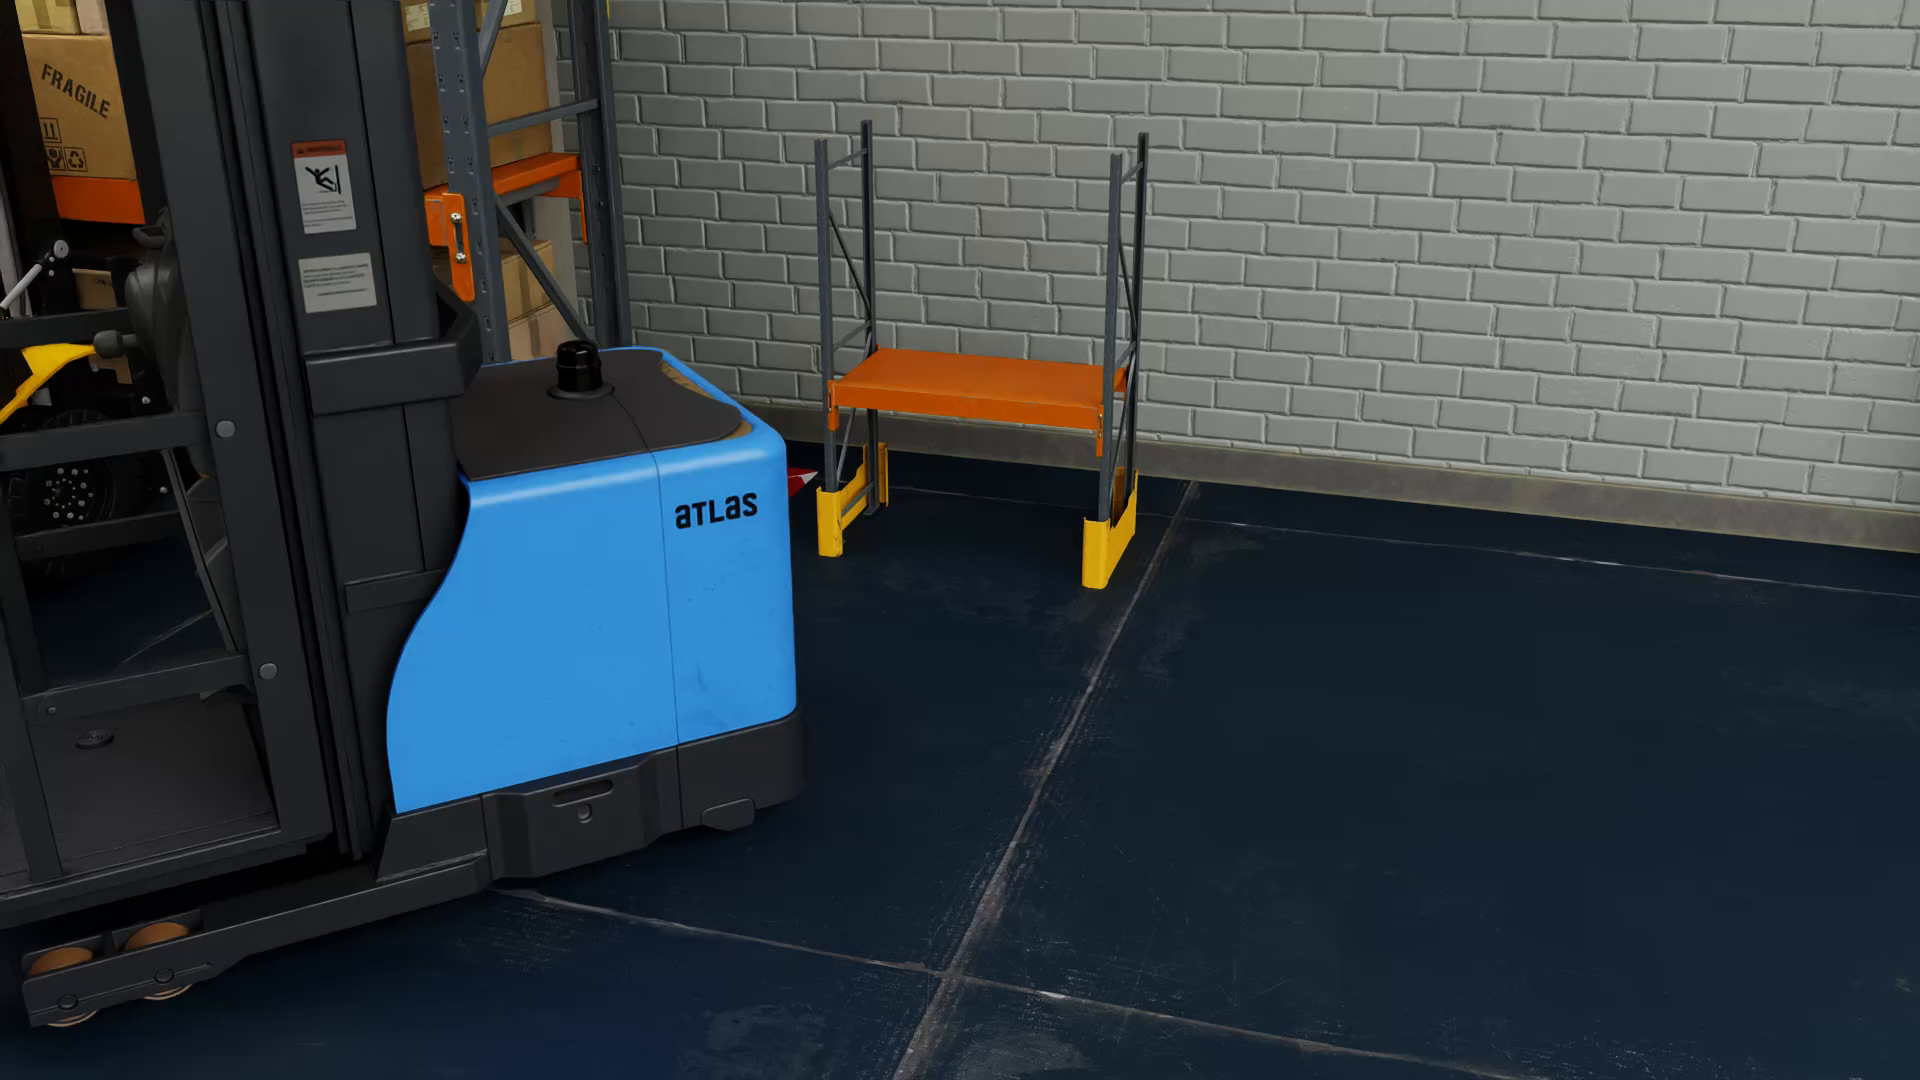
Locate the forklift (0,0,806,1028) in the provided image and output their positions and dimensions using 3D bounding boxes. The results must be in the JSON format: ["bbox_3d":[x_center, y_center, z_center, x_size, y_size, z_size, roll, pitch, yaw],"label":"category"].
[{"bbox_3d":[-1.959,-0.515,3.664,3.031,2.935,1.130,-12,25,-26],"label":"forklift"}]

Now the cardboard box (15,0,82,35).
[{"bbox_3d":[-3.185,-1.930,6.035,0.250,0.149,0.380,7,23,16],"label":"cardboard box"}]

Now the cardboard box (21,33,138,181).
[{"bbox_3d":[-3.069,-1.636,6.175,0.500,0.500,0.500,6,23,14],"label":"cardboard box"}]

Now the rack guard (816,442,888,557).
[{"bbox_3d":[-0.404,-0.162,6.335,0.087,0.250,0.587,7,23,16],"label":"rack guard"}]

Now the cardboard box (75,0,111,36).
[{"bbox_3d":[-2.937,-1.909,5.985,0.250,0.149,0.380,6,23,14],"label":"cardboard box"}]

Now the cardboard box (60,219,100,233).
[{"bbox_3d":[-3.870,-1.244,7.104,0.500,0.250,0.500,7,23,16],"label":"cardboard box"}]

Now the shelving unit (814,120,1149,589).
[{"bbox_3d":[0.073,-0.686,5.965,1.083,1.500,0.587,7,23,16],"label":"shelving unit"}]

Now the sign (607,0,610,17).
[{"bbox_3d":[-1.371,-2.153,6.322,0.005,0.325,0.100,7,23,16],"label":"sign"}]

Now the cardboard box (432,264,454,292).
[{"bbox_3d":[-2.068,-0.837,6.111,0.500,0.250,0.500,7,23,17],"label":"cardboard box"}]

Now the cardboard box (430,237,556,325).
[{"bbox_3d":[-1.942,-1.021,6.560,0.500,0.250,0.500,6,23,15],"label":"cardboard box"}]

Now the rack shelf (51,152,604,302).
[{"bbox_3d":[-3.452,-1.402,6.683,4.000,0.370,1.077,7,23,16],"label":"rack shelf"}]

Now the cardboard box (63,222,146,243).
[{"bbox_3d":[-3.386,-1.192,6.977,0.500,0.250,0.500,6,23,14],"label":"cardboard box"}]

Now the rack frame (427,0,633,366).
[{"bbox_3d":[-1.537,-1.515,6.012,0.127,3.000,1.000,7,23,16],"label":"rack frame"}]

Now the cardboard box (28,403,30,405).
[{"bbox_3d":[-3.531,-0.539,6.701,0.500,0.250,0.500,7,23,17],"label":"cardboard box"}]

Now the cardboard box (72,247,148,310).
[{"bbox_3d":[-3.044,-0.943,6.368,0.500,0.250,0.500,7,23,16],"label":"cardboard box"}]

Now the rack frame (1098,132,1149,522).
[{"bbox_3d":[0.568,-0.629,5.827,0.032,1.500,0.500,7,23,16],"label":"rack frame"}]

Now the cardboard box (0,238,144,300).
[{"bbox_3d":[-3.527,-1.001,6.510,0.500,0.250,0.500,6,23,14],"label":"cardboard box"}]

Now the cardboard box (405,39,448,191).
[{"bbox_3d":[-2.084,-1.520,5.892,0.500,0.500,0.500,6,23,14],"label":"cardboard box"}]

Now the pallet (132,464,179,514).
[{"bbox_3d":[-3.445,-0.428,7.036,1.213,0.211,1.003,7,23,15],"label":"pallet"}]

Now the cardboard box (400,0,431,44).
[{"bbox_3d":[-1.950,-1.798,5.714,0.250,0.149,0.380,7,23,16],"label":"cardboard box"}]

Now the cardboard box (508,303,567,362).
[{"bbox_3d":[-1.927,-0.796,6.668,0.500,0.250,0.500,7,23,16],"label":"cardboard box"}]

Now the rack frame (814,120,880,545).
[{"bbox_3d":[-0.405,-0.740,6.098,0.032,1.500,0.500,7,23,16],"label":"rack frame"}]

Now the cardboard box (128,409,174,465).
[{"bbox_3d":[-3.028,-0.490,6.582,0.500,0.250,0.500,7,23,16],"label":"cardboard box"}]

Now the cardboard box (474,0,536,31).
[{"bbox_3d":[-1.787,-1.993,6.190,0.250,0.149,0.380,6,23,14],"label":"cardboard box"}]

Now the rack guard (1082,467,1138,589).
[{"bbox_3d":[0.550,-0.053,6.069,0.087,0.250,0.587,7,23,16],"label":"rack guard"}]

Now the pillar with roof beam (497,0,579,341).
[{"bbox_3d":[-3.187,-3.131,2.044,0.400,9.000,9.100,7,23,16],"label":"pillar with roof beam"}]

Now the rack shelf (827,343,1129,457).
[{"bbox_3d":[0.082,-0.518,6.031,1.000,0.185,0.538,7,23,16],"label":"rack shelf"}]

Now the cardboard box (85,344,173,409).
[{"bbox_3d":[-3.071,-0.716,6.475,0.500,0.250,0.500,6,23,14],"label":"cardboard box"}]

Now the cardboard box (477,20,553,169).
[{"bbox_3d":[-1.931,-1.717,6.371,0.500,0.500,0.500,7,23,17],"label":"cardboard box"}]

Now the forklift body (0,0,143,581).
[{"bbox_3d":[-3.879,-0.668,5.064,1.214,2.155,2.313,7,23,16],"label":"forklift body"}]
